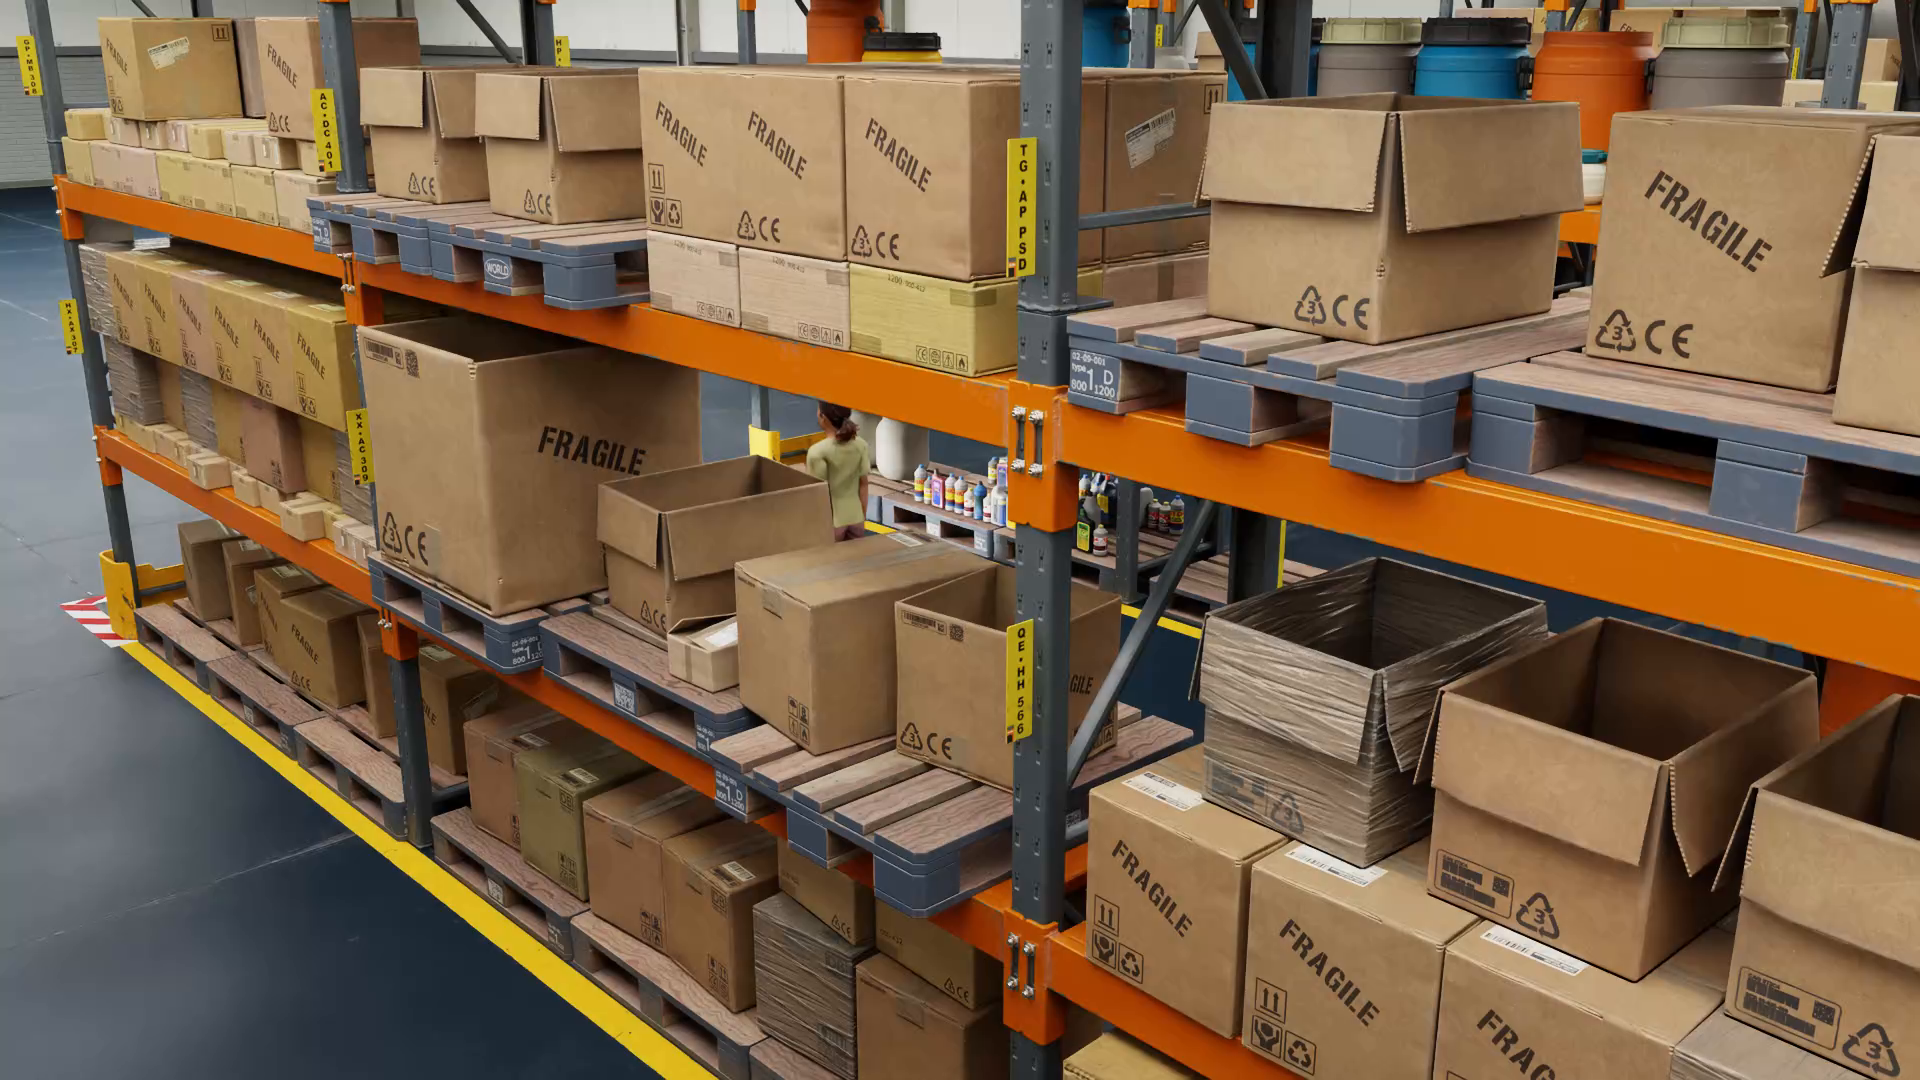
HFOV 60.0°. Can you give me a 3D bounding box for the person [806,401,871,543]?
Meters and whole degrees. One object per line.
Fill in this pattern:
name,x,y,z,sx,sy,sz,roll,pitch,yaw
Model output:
person,-0.727,-0.055,9.707,0.447,1.674,0.351,-15,23,-40
